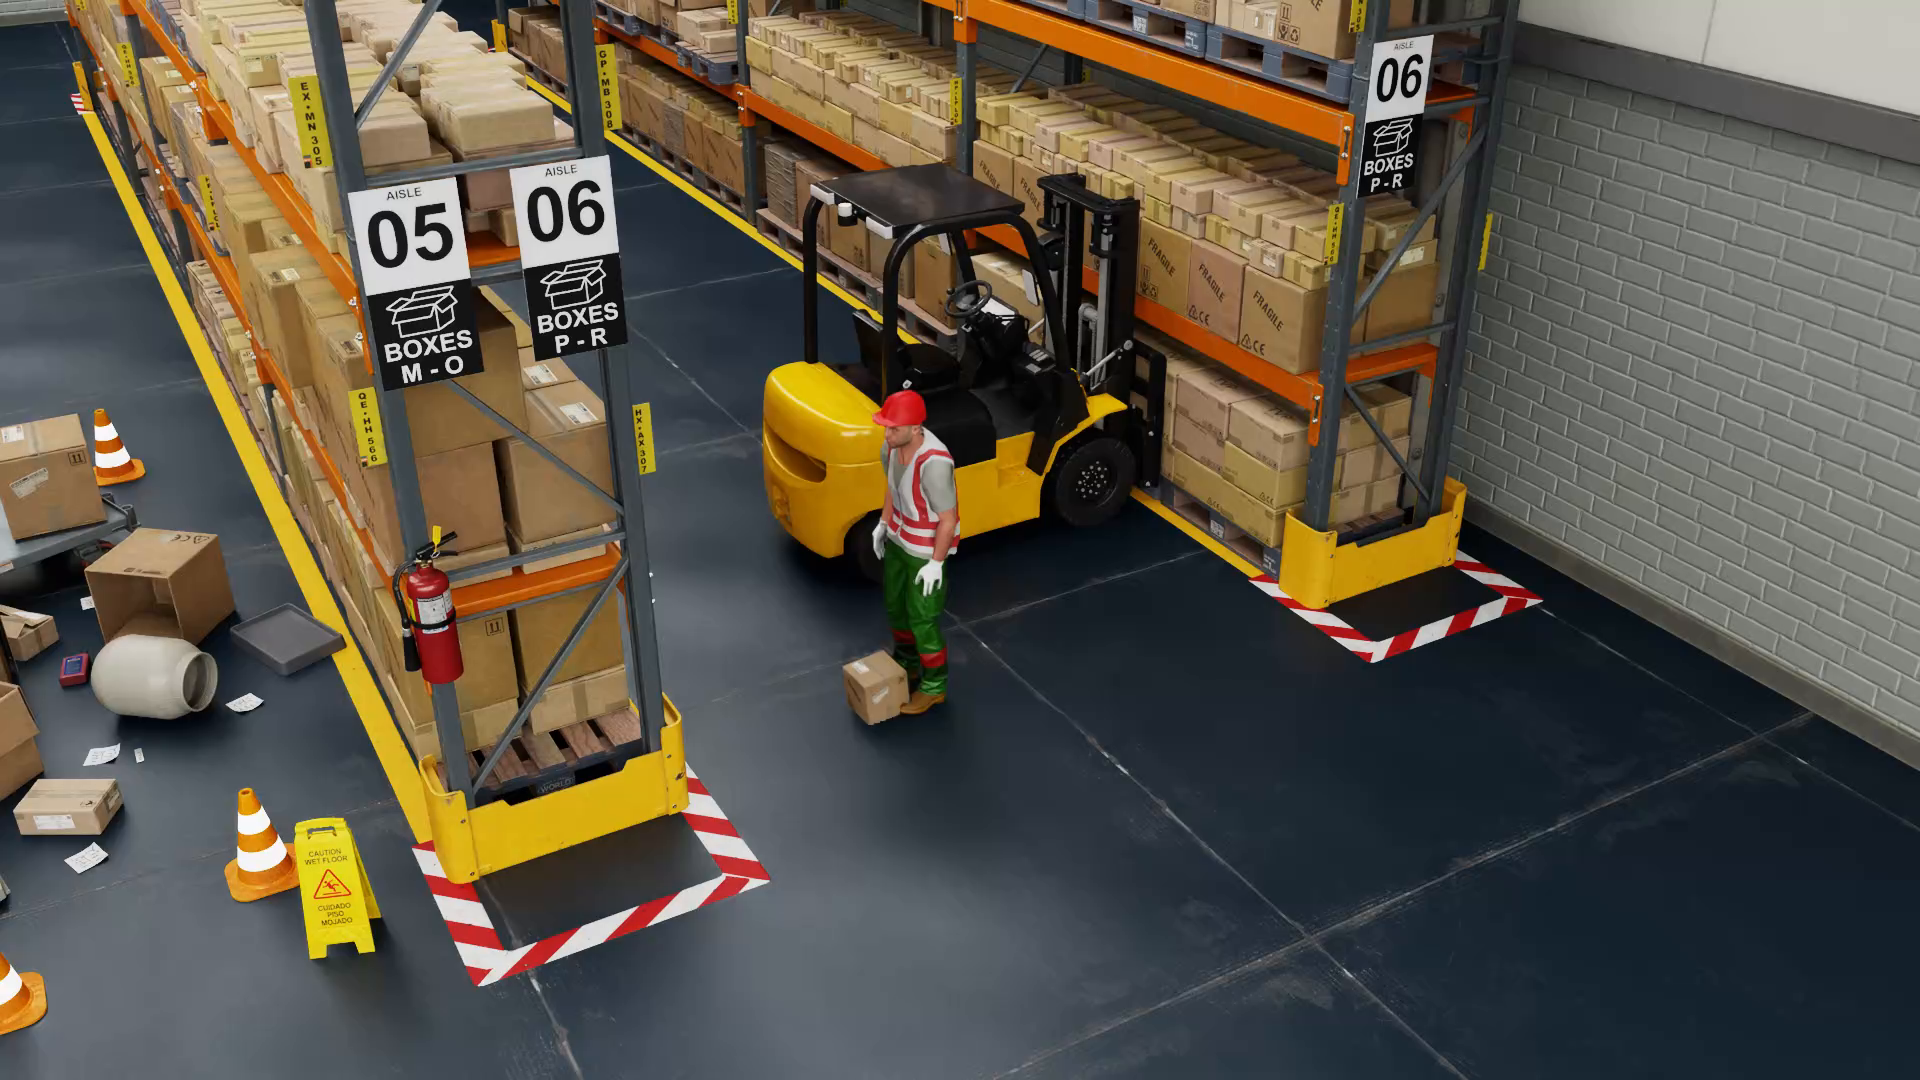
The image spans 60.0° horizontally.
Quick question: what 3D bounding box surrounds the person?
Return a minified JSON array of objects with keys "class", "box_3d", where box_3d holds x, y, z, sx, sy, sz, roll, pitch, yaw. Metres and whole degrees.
[{"class":"person","box_3d":[-0.240,0.043,8.473,0.441,1.780,0.579,-17,33,-28]}]
